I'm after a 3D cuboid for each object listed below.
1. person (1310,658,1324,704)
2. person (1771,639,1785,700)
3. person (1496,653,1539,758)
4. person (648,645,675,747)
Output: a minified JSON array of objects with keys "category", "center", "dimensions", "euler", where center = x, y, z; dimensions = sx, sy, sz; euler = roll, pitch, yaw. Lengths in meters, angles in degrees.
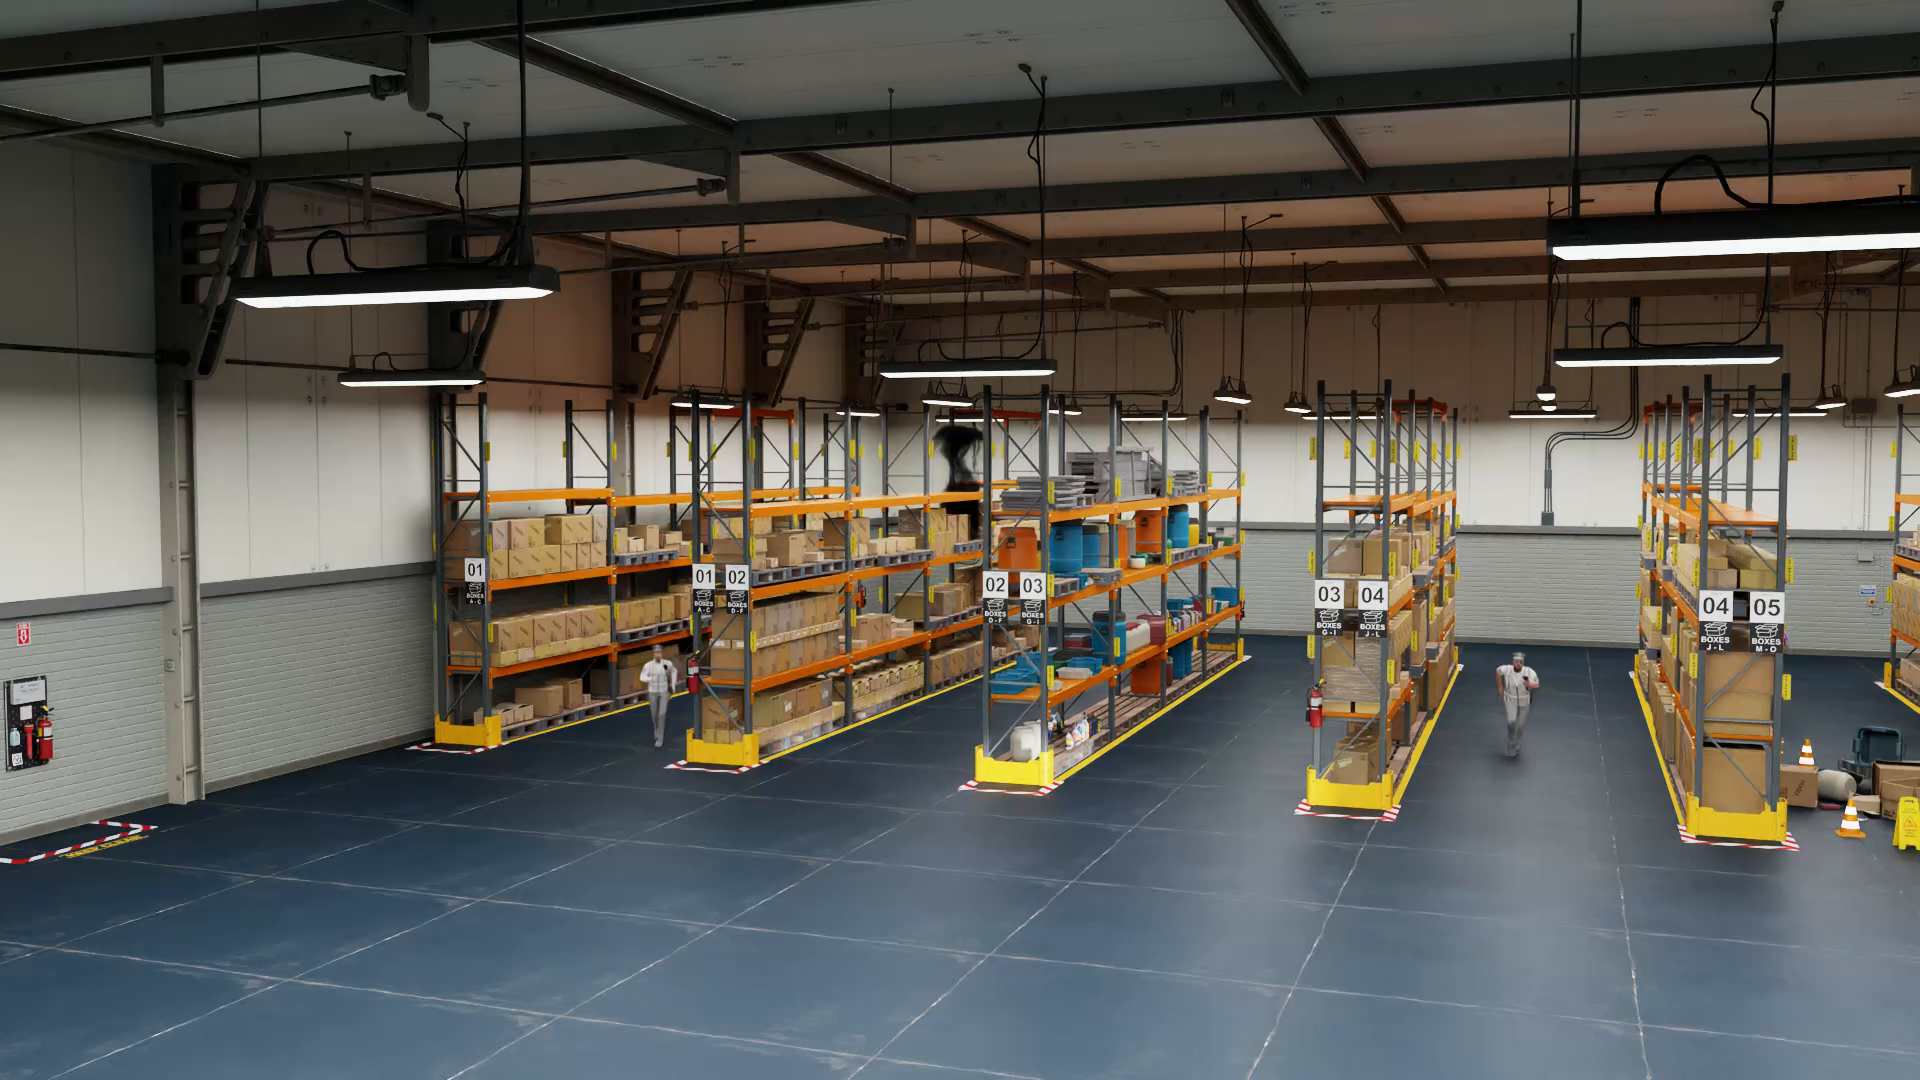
[{"category":"person","center":[7.064,2.504,32.451],"dimensions":[0.536,1.586,0.953],"euler":[1,3,16]},{"category":"person","center":[16.191,2.349,33.354],"dimensions":[0.630,1.811,0.827],"euler":[1,3,22]},{"category":"person","center":[9.150,2.689,27.315],"dimensions":[0.647,1.752,0.927],"euler":[1,3,12]},{"category":"person","center":[-5.101,2.618,28.411],"dimensions":[0.459,1.702,0.919],"euler":[0,3,-5]}]
